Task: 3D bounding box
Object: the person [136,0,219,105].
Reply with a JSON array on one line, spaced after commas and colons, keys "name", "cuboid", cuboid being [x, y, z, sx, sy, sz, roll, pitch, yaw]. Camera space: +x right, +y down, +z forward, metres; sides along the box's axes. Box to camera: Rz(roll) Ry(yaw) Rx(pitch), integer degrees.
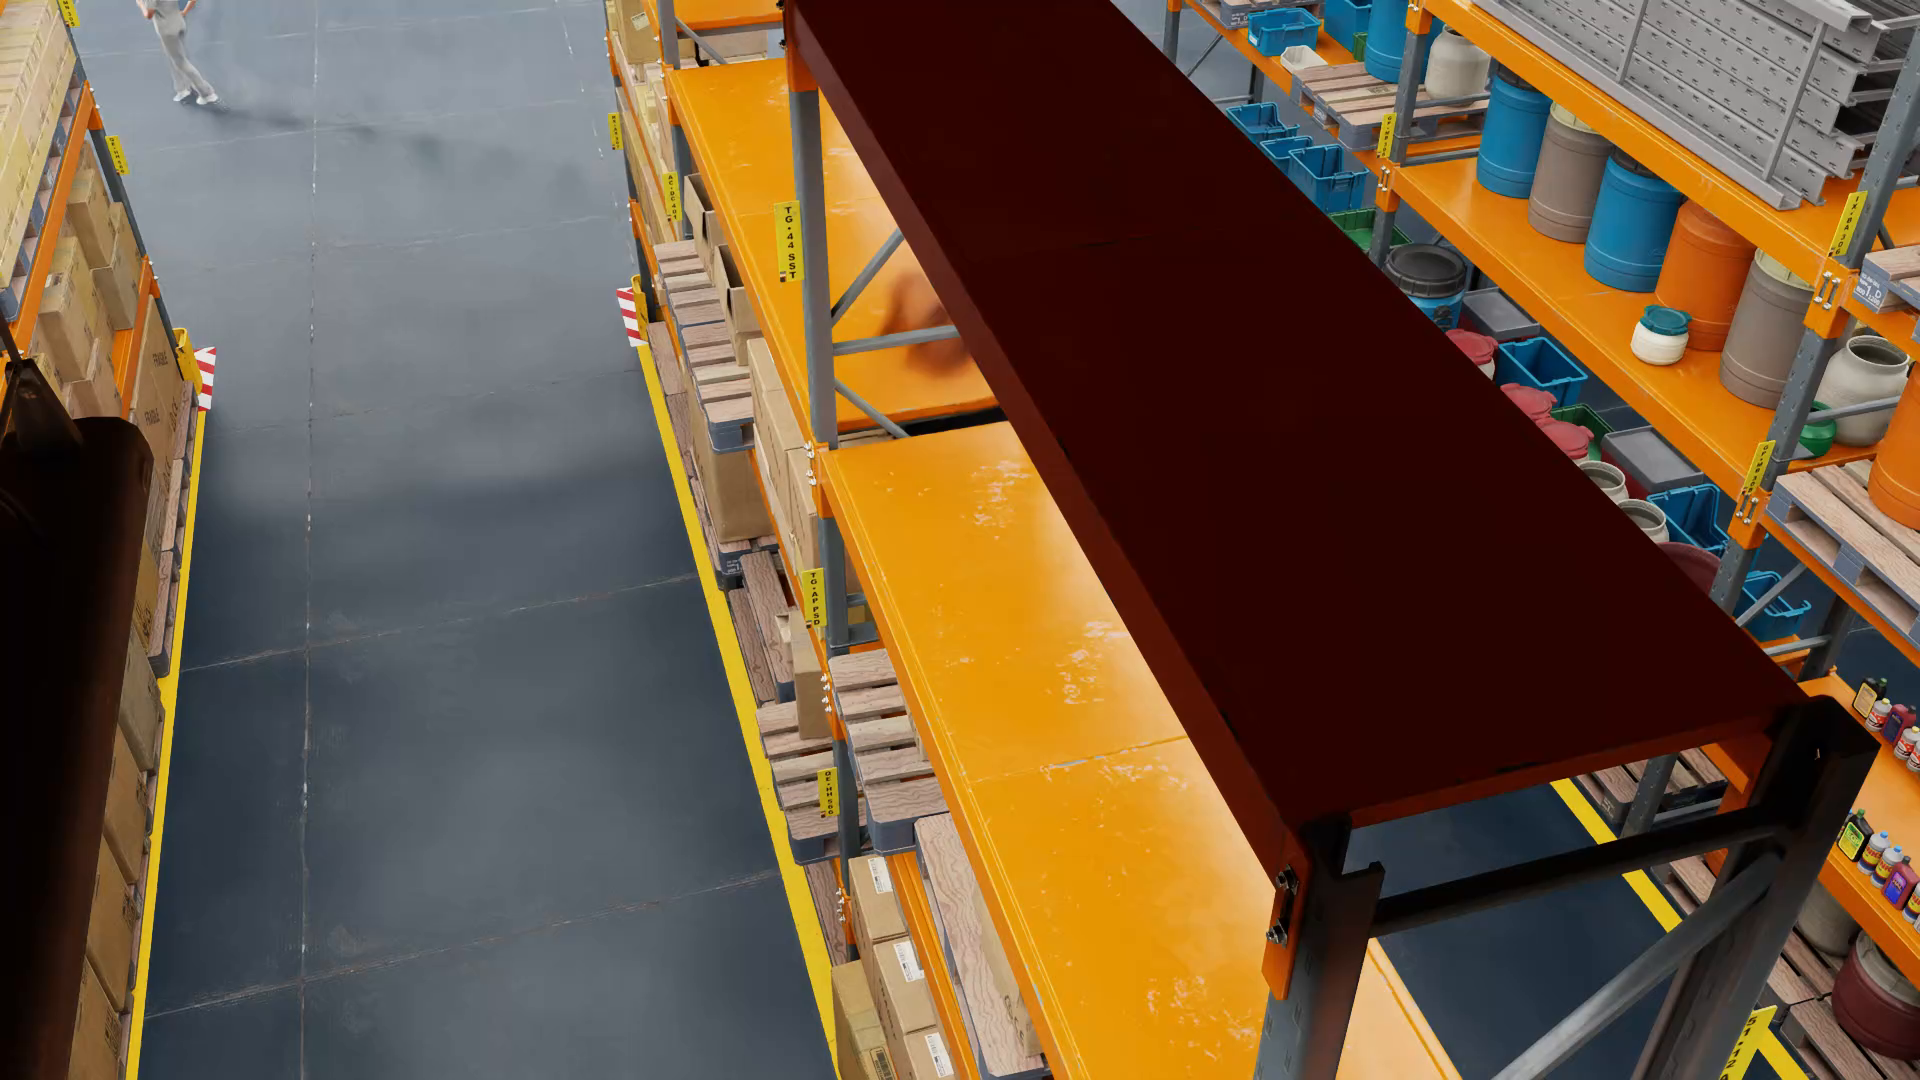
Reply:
[{"name": "person", "cuboid": [-8.780, -5.655, 18.603, 0.742, 1.719, 0.551, 12, 40, 15]}]
